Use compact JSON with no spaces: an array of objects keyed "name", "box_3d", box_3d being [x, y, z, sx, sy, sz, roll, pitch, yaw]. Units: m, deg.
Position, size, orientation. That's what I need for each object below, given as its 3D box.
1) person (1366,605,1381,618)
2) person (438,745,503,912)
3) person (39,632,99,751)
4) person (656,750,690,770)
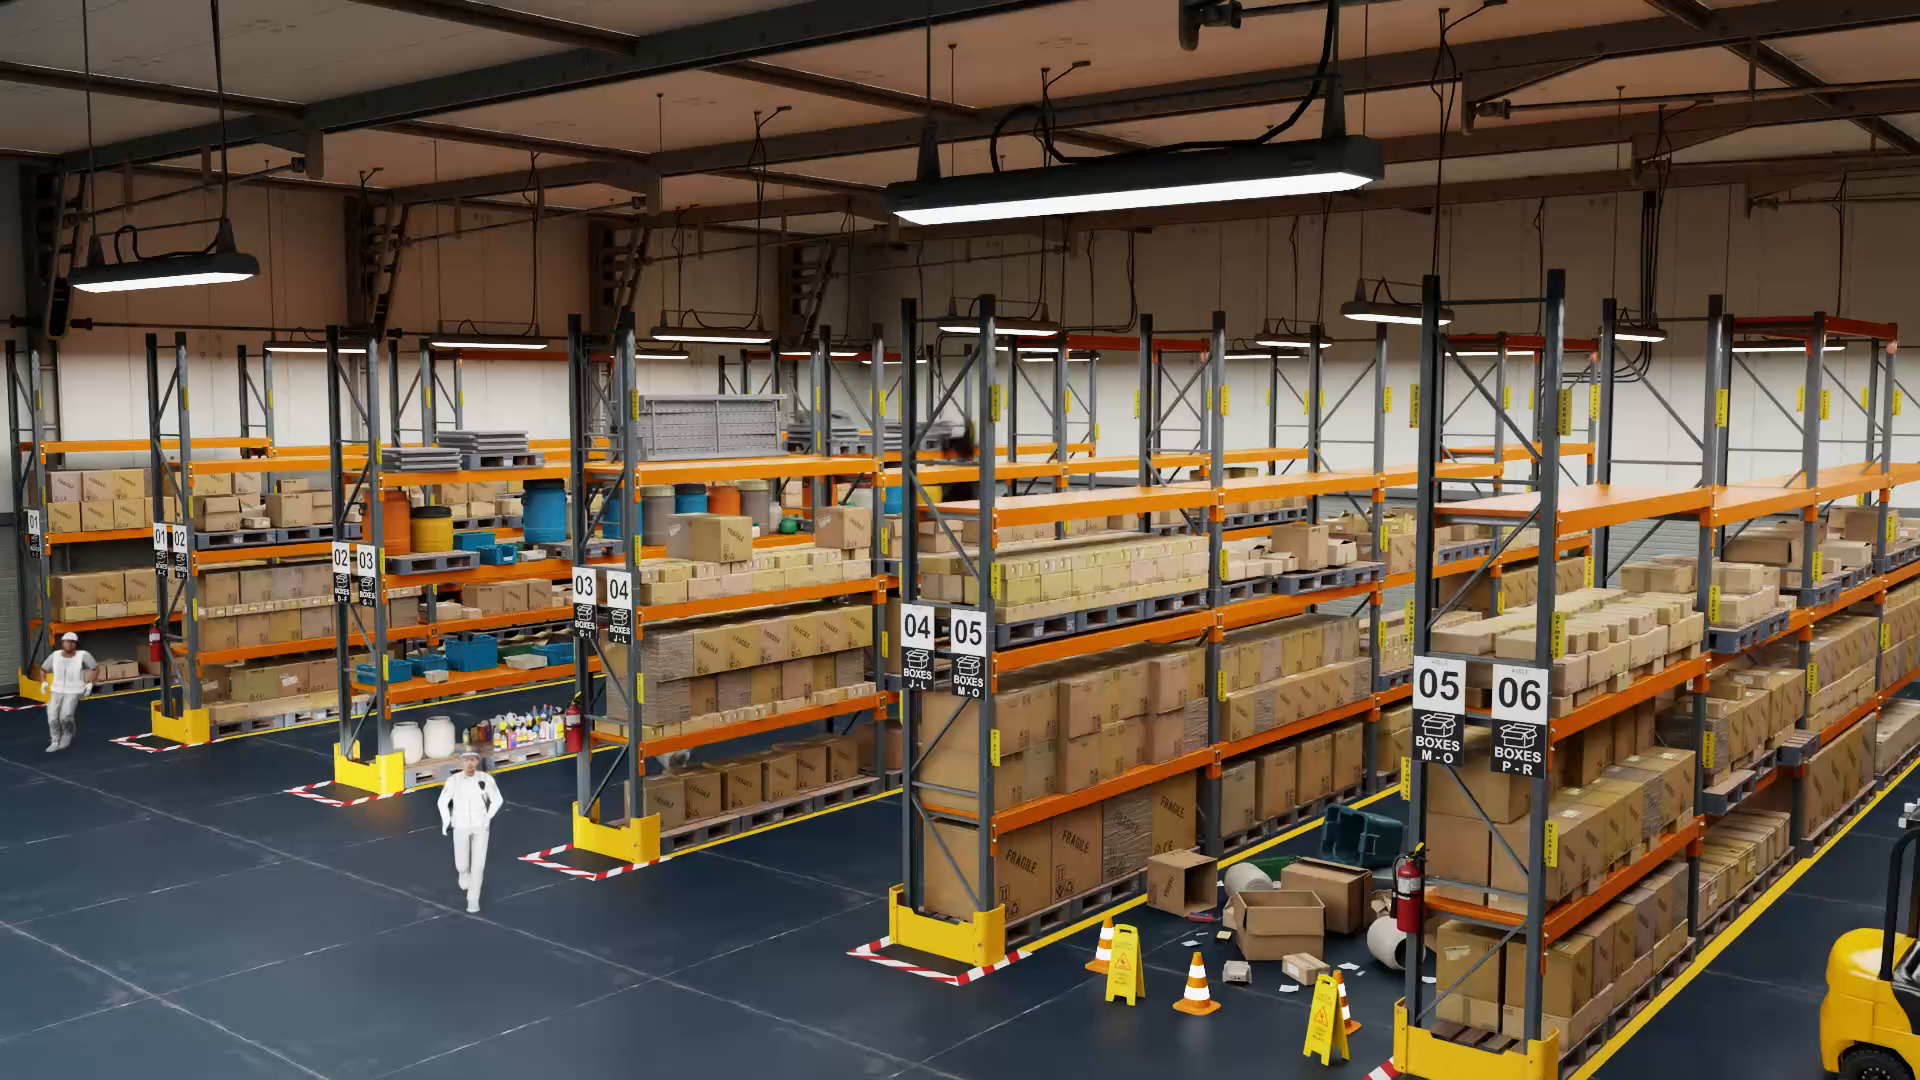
[{"name":"person","box_3d":[6.642,1.894,26.476,0.677,1.815,0.906,5,7,44]},{"name":"person","box_3d":[-4.887,2.860,16.628,0.627,1.645,0.559,-1,5,-16]},{"name":"person","box_3d":[-12.734,2.175,23.707,0.744,1.709,0.540,-1,5,-10]},{"name":"person","box_3d":[-3.649,2.388,21.326,0.711,1.743,0.756,3,6,26]}]
